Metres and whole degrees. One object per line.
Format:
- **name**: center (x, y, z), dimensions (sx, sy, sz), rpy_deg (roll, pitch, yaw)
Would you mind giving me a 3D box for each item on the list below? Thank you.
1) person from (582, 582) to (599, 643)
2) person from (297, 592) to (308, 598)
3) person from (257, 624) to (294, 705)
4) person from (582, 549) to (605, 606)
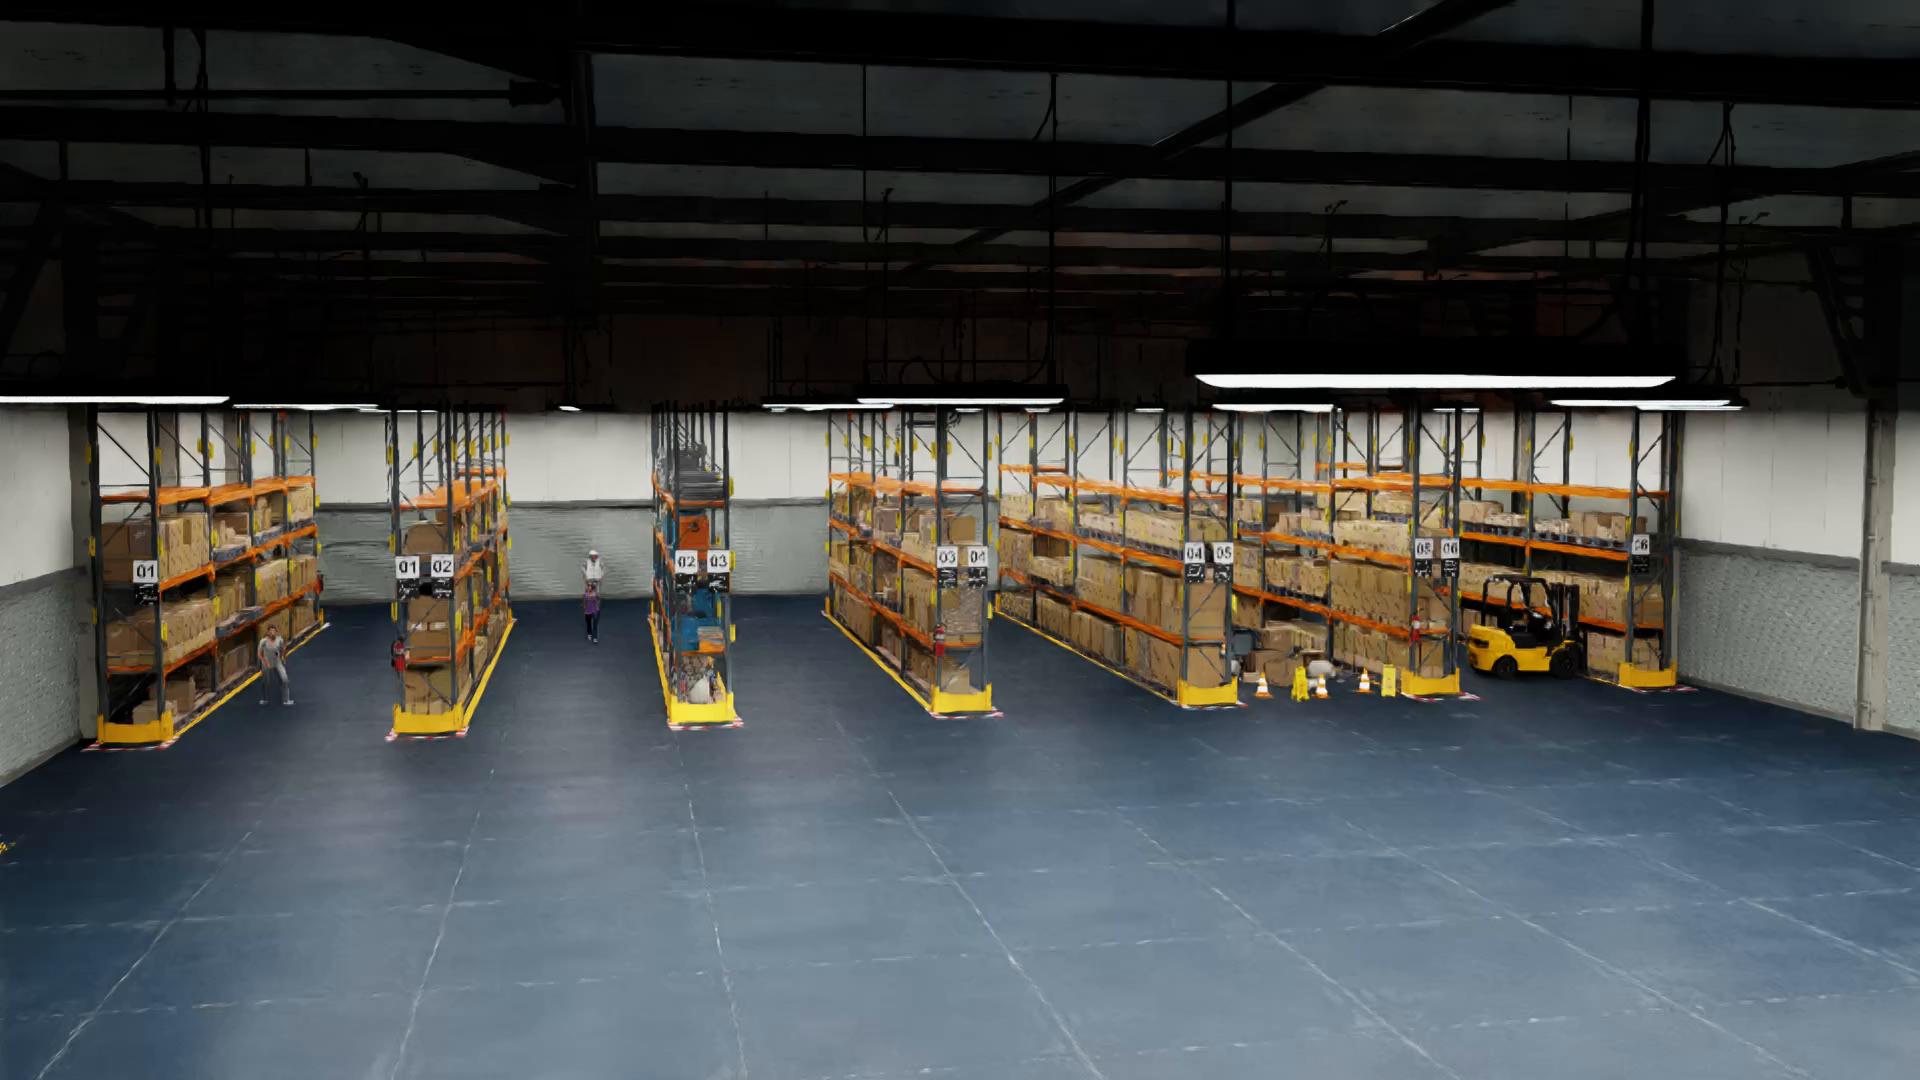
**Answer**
- **person**: center (-9.292, 1.799, 41.840), dimensions (0.417, 1.517, 1.037), rpy_deg (-1, 4, -10)
- **person**: center (-18.157, 1.427, 45.803), dimensions (0.549, 1.672, 0.685), rpy_deg (2, 5, 23)
- **person**: center (-13.510, 2.455, 32.723), dimensions (0.612, 1.585, 0.811), rpy_deg (-2, 5, -30)
- **person**: center (-10.959, 1.123, 49.724), dimensions (0.677, 1.726, 0.574), rpy_deg (-1, 4, -13)
